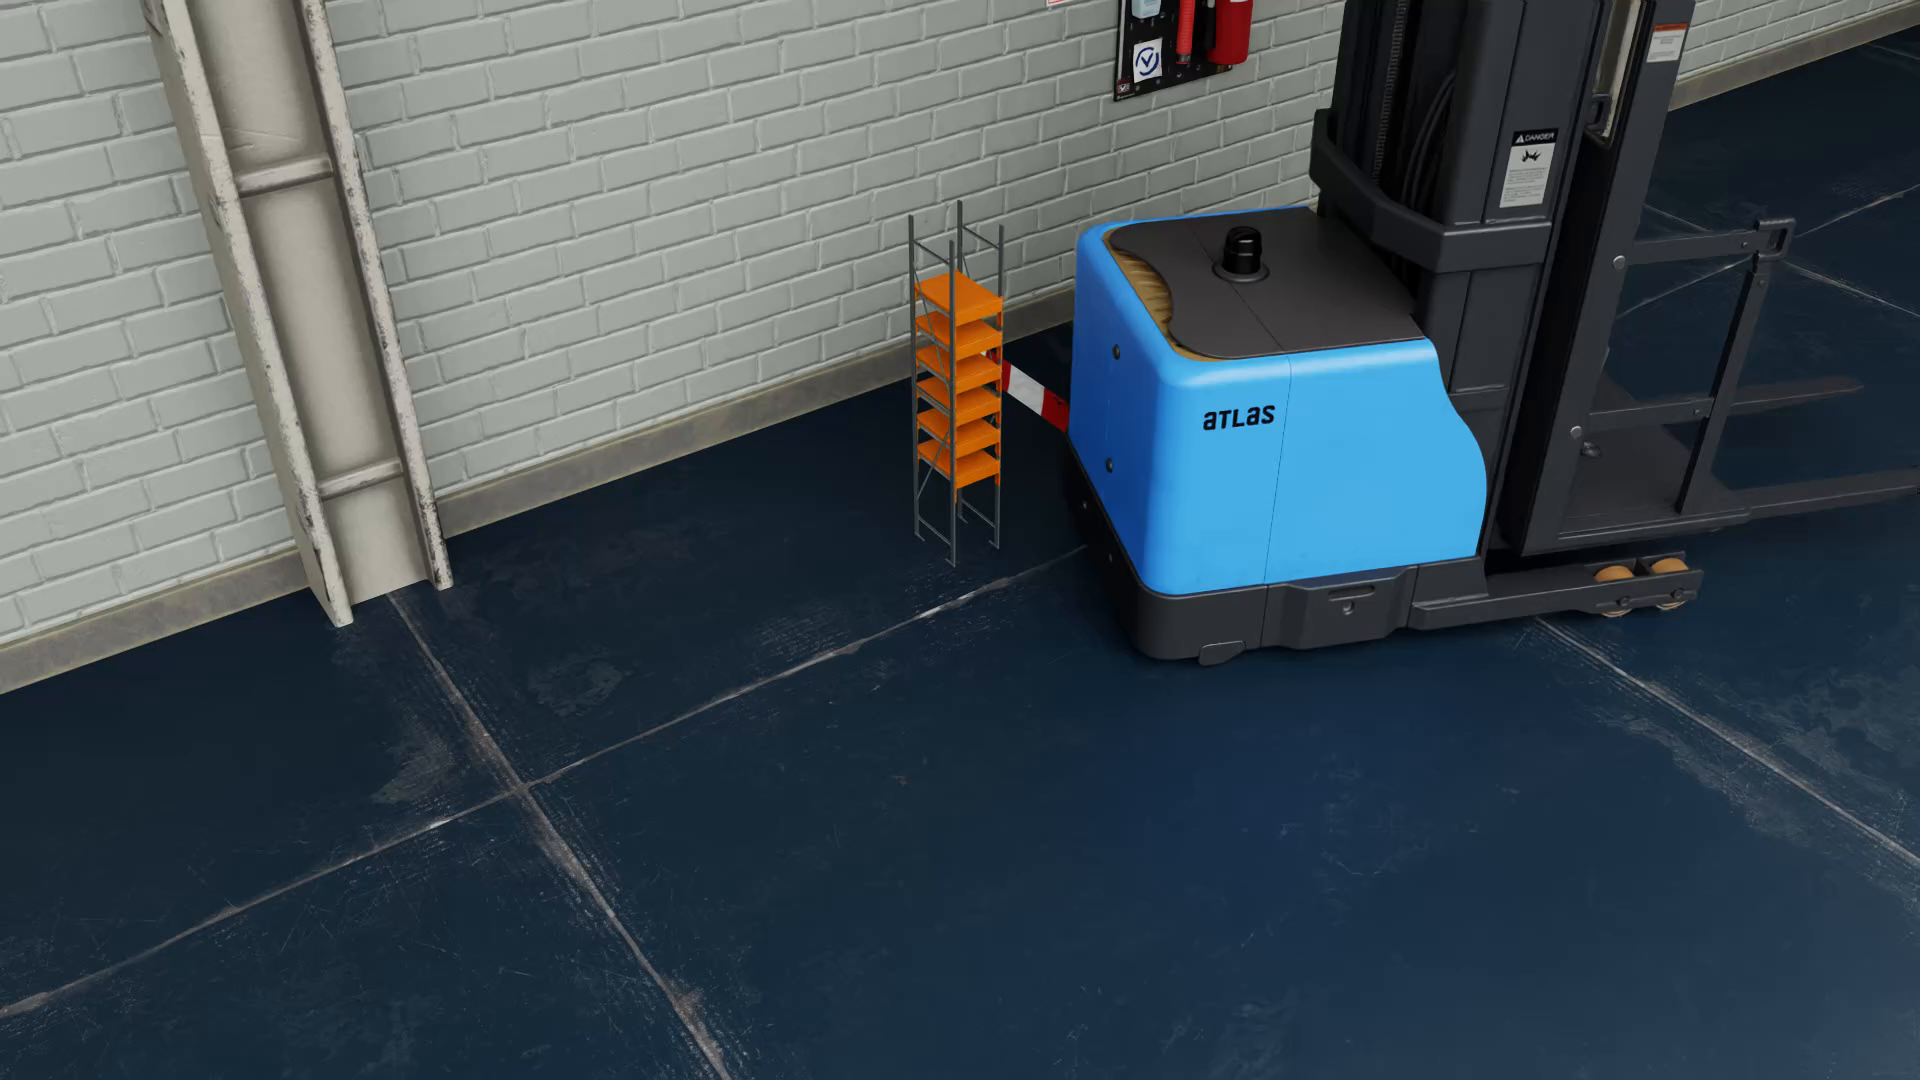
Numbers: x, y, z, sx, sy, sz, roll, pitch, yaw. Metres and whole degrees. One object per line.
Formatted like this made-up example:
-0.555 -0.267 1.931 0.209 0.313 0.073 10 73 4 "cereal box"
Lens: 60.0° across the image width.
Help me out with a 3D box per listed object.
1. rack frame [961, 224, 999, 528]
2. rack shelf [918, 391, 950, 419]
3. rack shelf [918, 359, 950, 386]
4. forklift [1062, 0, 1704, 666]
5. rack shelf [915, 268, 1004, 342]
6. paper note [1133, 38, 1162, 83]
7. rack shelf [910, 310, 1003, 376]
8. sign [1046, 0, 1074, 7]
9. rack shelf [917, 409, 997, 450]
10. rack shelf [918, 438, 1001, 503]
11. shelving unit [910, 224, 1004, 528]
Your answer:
0.063 -0.513 5.435 0.002 1.046 0.228 -22 41 -28 "rack frame"
-0.012 -0.462 5.407 0.166 0.020 0.199 -22 41 -28 "rack shelf"
-0.012 -0.560 5.337 0.166 0.020 0.199 -22 41 -28 "rack shelf"
1.930 -1.235 4.957 3.031 2.935 1.130 -7 36 -10 "forklift"
-0.012 -0.738 5.209 0.180 0.103 0.258 -22 41 -28 "rack shelf"
0.744 -1.895 6.570 0.142 0.148 0.016 -22 41 -28 "paper note"
-0.012 -0.641 5.279 0.180 0.103 0.258 -22 41 -28 "rack shelf"
10.361 -2.162 6.103 16.451 0.391 11.513 -22 41 -28 "sign"
-0.012 -0.371 5.473 0.171 0.034 0.221 -22 41 -28 "rack shelf"
-0.012 -0.251 5.559 0.180 0.103 0.258 -22 41 -28 "rack shelf"
-0.011 -0.483 5.394 0.183 1.046 0.258 -22 41 -28 "shelving unit"
